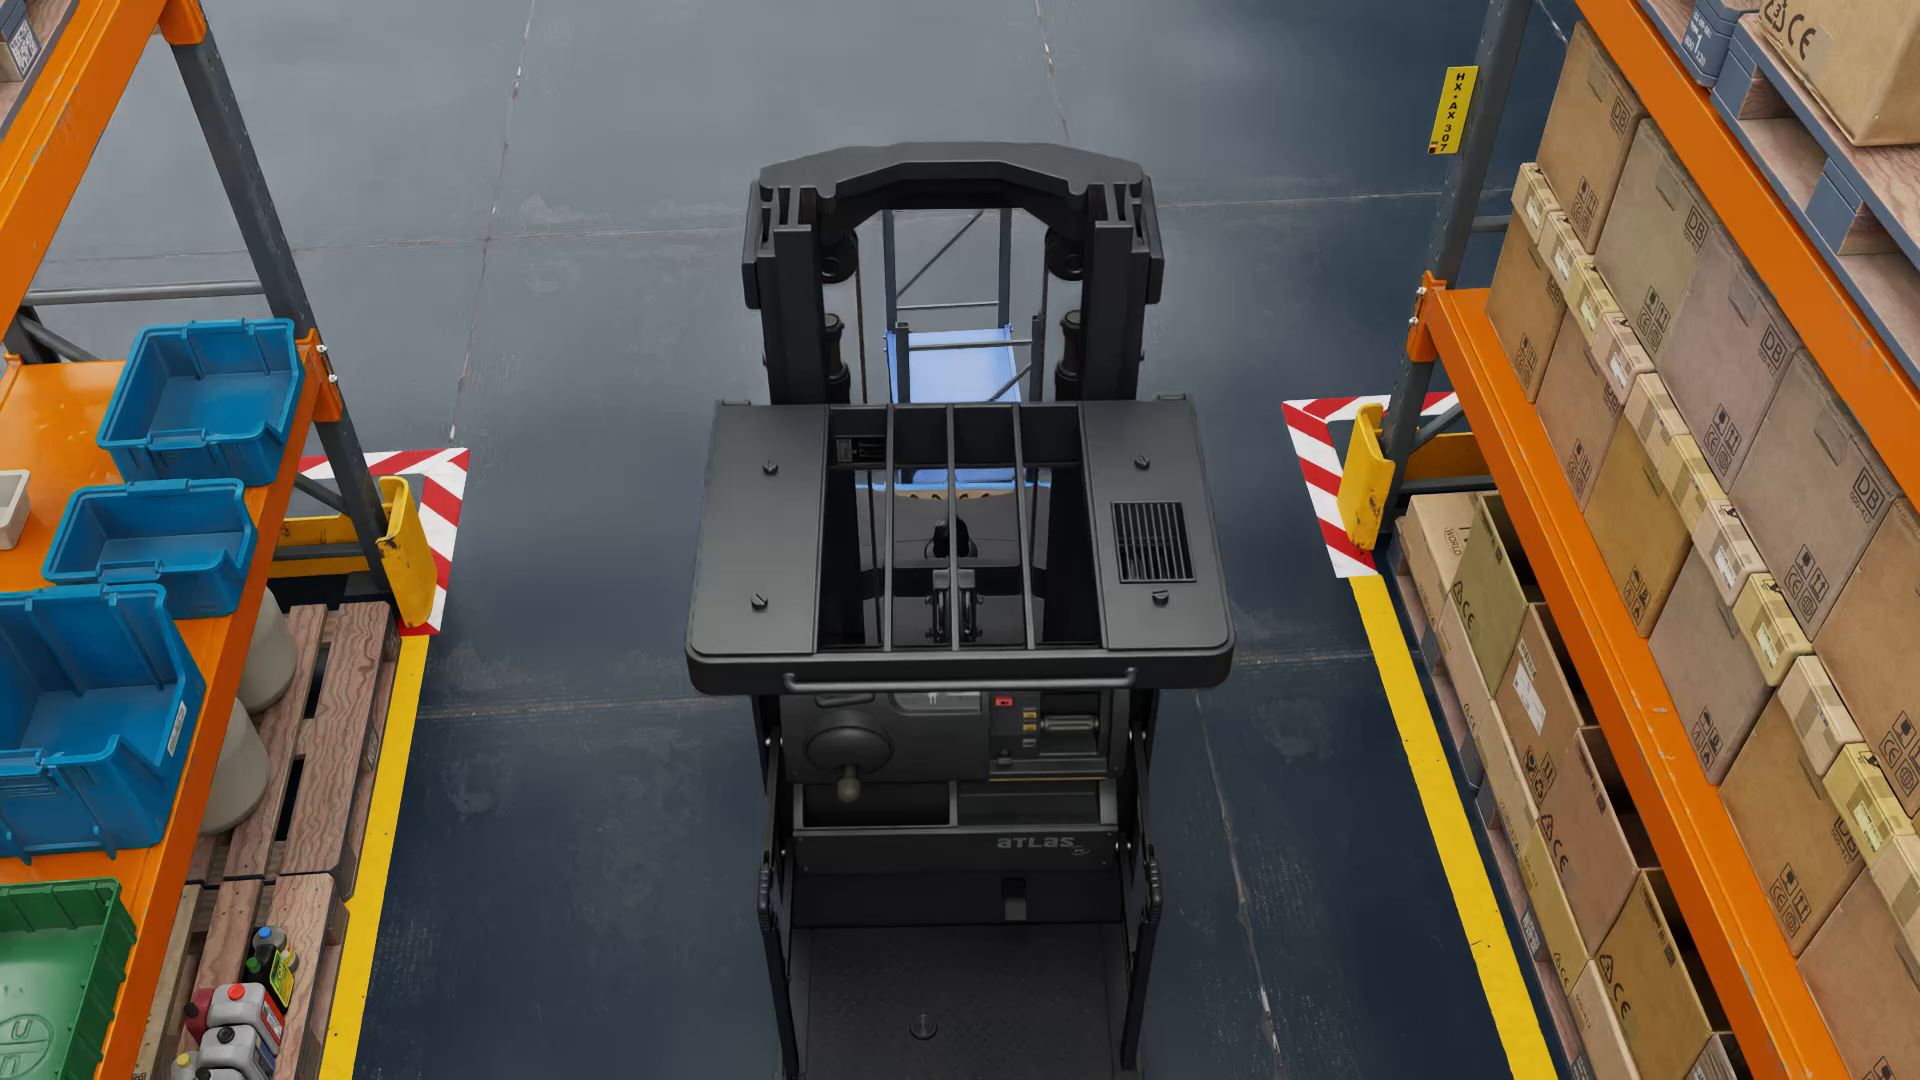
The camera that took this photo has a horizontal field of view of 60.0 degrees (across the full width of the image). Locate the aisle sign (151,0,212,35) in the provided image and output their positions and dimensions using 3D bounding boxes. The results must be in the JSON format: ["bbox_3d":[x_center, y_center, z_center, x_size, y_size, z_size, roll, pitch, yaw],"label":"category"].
[{"bbox_3d":[-2.458,-1.794,4.729,0.394,0.787,0.004,-3,47,-3],"label":"aisle sign"}]

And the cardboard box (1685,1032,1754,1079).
[{"bbox_3d":[2.236,1.624,4.370,0.500,0.500,0.500,-3,47,-3],"label":"cardboard box"}]

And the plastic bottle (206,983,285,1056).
[{"bbox_3d":[-2.164,1.442,5.028,0.152,0.276,0.135,-3,47,-3],"label":"plastic bottle"}]

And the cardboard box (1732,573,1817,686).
[{"bbox_3d":[2.157,0.214,4.102,0.380,0.149,0.250,-2,47,-2],"label":"cardboard box"}]

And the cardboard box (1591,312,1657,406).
[{"bbox_3d":[2.070,-0.535,4.811,0.380,0.149,0.250,-4,47,-4],"label":"cardboard box"}]

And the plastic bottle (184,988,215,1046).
[{"bbox_3d":[-2.270,1.446,5.019,0.061,0.283,0.133,-3,47,-3],"label":"plastic bottle"}]

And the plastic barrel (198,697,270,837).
[{"bbox_3d":[-2.575,0.715,5.567,0.421,0.512,0.421,0,47,0],"label":"plastic barrel"}]

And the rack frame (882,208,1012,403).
[{"bbox_3d":[-0.050,-0.945,6.749,0.500,1.500,0.032,-3,47,-3],"label":"rack frame"}]

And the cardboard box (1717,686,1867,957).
[{"bbox_3d":[2.391,0.666,4.121,0.700,0.500,0.500,-3,47,-3],"label":"cardboard box"}]

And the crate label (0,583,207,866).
[{"bbox_3d":[-2.324,0.473,4.348,0.502,0.435,0.616,-3,47,-3],"label":"crate label"}]

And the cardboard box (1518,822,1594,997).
[{"bbox_3d":[2.135,1.160,5.327,0.500,0.250,0.500,-3,47,-3],"label":"cardboard box"}]

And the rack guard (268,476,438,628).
[{"bbox_3d":[-2.695,0.082,6.465,1.175,0.500,0.348,-3,47,-3],"label":"rack guard"}]

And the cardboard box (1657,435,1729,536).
[{"bbox_3d":[2.116,-0.157,4.454,0.380,0.149,0.250,-4,47,-4],"label":"cardboard box"}]

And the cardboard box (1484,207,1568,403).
[{"bbox_3d":[2.215,-0.824,5.532,0.700,0.500,0.500,-3,47,-3],"label":"cardboard box"}]

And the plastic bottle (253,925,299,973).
[{"bbox_3d":[-2.158,1.283,5.230,0.097,0.201,0.097,0,47,0],"label":"plastic bottle"}]

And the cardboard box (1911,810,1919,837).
[{"bbox_3d":[2.436,0.599,3.291,0.700,0.500,0.500,-4,47,-3],"label":"cardboard box"}]

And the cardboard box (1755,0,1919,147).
[{"bbox_3d":[2.055,-1.168,3.407,0.500,0.500,0.500,-3,47,-3],"label":"cardboard box"}]

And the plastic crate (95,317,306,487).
[{"bbox_3d":[-2.408,-0.435,5.335,0.499,0.251,0.616,-3,47,-3],"label":"plastic crate"}]

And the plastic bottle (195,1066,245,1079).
[{"bbox_3d":[-2.134,1.636,4.793,0.144,0.351,0.185,-2,47,-2],"label":"plastic bottle"}]

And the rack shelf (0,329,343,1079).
[{"bbox_3d":[-2.581,0.865,4.497,1.077,0.370,4.000,-3,47,-3],"label":"rack shelf"}]

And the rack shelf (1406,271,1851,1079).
[{"bbox_3d":[2.356,0.566,4.780,1.077,0.370,4.000,-3,47,-3],"label":"rack shelf"}]

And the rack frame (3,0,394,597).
[{"bbox_3d":[-2.748,-0.830,5.606,1.000,3.000,0.127,-3,47,-3],"label":"rack frame"}]

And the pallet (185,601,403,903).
[{"bbox_3d":[-2.632,0.769,6.013,1.003,0.211,1.213,-3,47,-3],"label":"pallet"}]

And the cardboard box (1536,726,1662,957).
[{"bbox_3d":[2.134,0.902,5.054,0.500,0.500,0.500,-3,47,-3],"label":"cardboard box"}]

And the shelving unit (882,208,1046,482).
[{"bbox_3d":[-0.007,-0.577,6.400,0.538,1.500,1.048,-3,47,-3],"label":"shelving unit"}]

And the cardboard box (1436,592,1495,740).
[{"bbox_3d":[2.057,0.436,6.012,0.500,0.250,0.500,-3,47,-3],"label":"cardboard box"}]

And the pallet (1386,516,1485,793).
[{"bbox_3d":[2.294,0.381,6.380,1.003,0.211,1.213,-3,47,-3],"label":"pallet"}]

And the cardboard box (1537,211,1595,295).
[{"bbox_3d":[2.031,-0.898,5.155,0.380,0.149,0.250,-5,47,-4],"label":"cardboard box"}]

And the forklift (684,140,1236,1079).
[{"bbox_3d":[-0.006,0.601,4.299,1.130,2.935,3.031,-1,47,-1],"label":"forklift"}]

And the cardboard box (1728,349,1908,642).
[{"bbox_3d":[2.353,-0.125,3.976,0.700,0.500,0.500,-3,47,-3],"label":"cardboard box"}]

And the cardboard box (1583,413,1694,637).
[{"bbox_3d":[2.299,-0.085,4.832,0.700,0.500,0.500,-3,47,-3],"label":"cardboard box"}]

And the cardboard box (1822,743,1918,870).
[{"bbox_3d":[2.203,0.588,3.748,0.380,0.149,0.250,-4,47,-3],"label":"cardboard box"}]

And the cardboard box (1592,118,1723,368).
[{"bbox_3d":[2.268,-0.852,4.665,0.700,0.500,0.500,-5,47,-4],"label":"cardboard box"}]

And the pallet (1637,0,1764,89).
[{"bbox_3d":[2.222,-1.616,4.346,1.003,0.211,1.213,-3,47,-3],"label":"pallet"}]

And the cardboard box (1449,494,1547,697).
[{"bbox_3d":[2.055,0.178,5.740,0.500,0.500,0.500,-3,47,-3],"label":"cardboard box"}]
